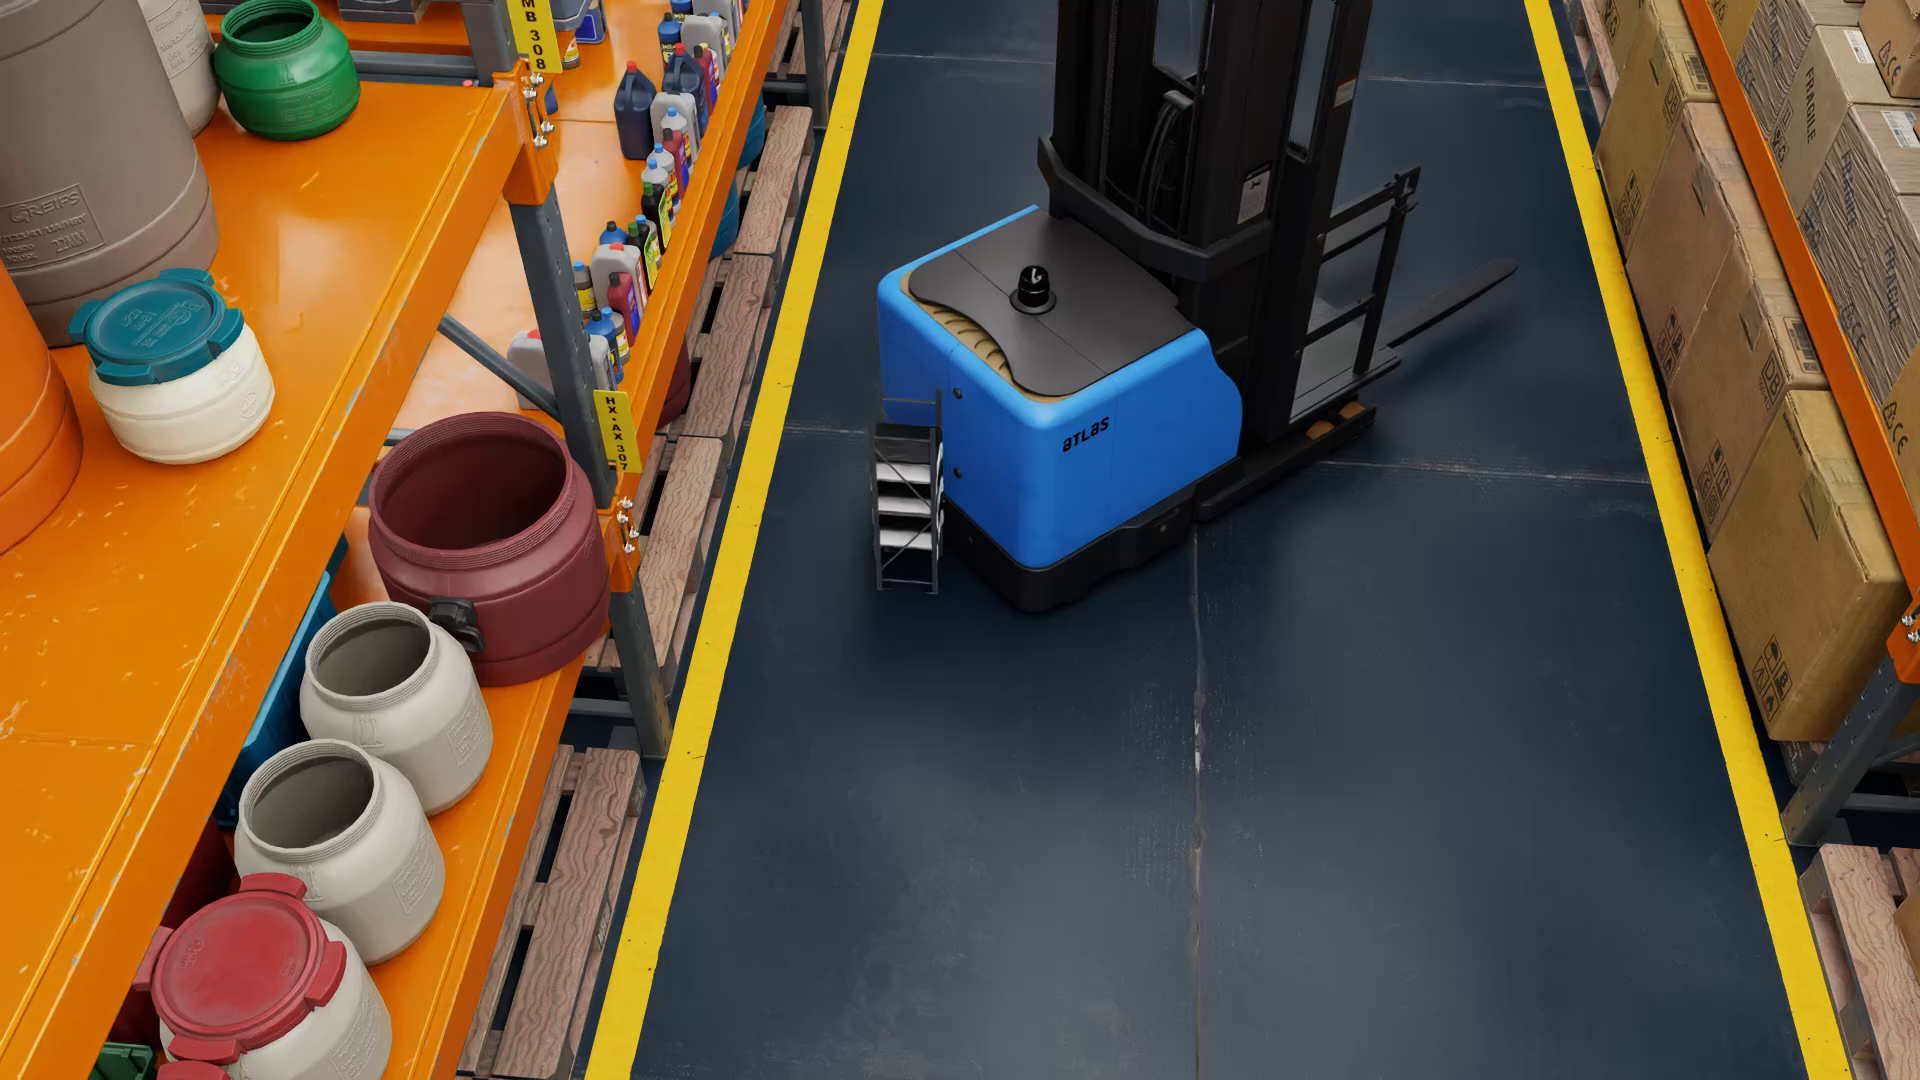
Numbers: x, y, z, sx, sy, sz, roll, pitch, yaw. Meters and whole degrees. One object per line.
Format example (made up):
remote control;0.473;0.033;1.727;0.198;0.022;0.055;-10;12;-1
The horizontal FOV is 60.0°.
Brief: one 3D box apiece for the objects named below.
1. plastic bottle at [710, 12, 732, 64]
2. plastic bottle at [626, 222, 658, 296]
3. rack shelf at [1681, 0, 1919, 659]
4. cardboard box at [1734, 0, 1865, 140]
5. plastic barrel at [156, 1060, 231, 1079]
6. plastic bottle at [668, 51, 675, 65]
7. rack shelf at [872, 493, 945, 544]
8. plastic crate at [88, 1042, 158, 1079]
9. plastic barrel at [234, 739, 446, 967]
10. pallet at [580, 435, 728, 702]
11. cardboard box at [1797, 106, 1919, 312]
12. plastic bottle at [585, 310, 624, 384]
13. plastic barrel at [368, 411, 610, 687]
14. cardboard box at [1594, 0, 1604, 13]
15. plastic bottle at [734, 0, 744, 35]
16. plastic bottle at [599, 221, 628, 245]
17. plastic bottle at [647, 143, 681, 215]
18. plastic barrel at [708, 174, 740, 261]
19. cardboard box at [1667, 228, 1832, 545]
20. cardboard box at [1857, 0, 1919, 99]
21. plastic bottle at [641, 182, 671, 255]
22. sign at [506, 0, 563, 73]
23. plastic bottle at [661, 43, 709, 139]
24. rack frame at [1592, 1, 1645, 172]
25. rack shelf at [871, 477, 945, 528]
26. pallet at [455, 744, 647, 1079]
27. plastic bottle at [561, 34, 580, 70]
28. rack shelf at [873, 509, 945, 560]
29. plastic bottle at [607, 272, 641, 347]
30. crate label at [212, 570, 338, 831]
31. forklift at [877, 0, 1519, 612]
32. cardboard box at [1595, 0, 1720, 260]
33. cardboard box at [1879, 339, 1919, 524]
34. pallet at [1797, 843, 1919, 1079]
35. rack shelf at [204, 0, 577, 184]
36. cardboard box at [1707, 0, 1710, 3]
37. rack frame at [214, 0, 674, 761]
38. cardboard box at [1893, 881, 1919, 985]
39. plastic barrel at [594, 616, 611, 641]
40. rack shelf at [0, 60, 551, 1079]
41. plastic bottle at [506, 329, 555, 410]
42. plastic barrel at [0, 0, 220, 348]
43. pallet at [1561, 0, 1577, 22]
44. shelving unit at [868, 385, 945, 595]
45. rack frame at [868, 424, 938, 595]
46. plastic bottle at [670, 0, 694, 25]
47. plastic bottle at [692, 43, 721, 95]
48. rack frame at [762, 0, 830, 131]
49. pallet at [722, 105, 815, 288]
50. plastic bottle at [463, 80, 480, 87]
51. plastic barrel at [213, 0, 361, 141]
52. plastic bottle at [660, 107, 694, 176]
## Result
plastic bottle;-0.979;-2.029;6.708;0.097;0.201;0.097;0;48;0
plastic bottle;-1.094;-0.986;5.698;0.061;0.283;0.133;4;48;4
rack shelf;3.560;-1.187;6.291;1.077;0.370;4.000;4;48;4
cardboard box;3.360;-1.875;6.364;0.500;0.500;0.500;3;48;3
plastic barrel;-1.547;1.373;3.370;0.433;0.535;0.433;0;48;0
plastic bottle;-1.073;-1.789;6.440;0.097;0.271;0.097;0;48;0
rack shelf;-0.197;-0.091;6.390;0.258;0.077;0.200;4;48;4
plastic crate;-2.042;1.419;3.563;0.450;0.188;0.662;4;48;4
plastic barrel;-1.474;0.749;3.957;0.421;0.512;0.421;0;48;0
pallet;-1.525;0.066;6.547;1.003;0.211;1.213;4;48;4
cardboard box;3.271;-1.121;5.675;0.500;0.500;0.500;2;48;2
plastic bottle;-1.156;-0.630;5.380;0.097;0.271;0.097;0;48;0
plastic barrel;-1.296;0.022;4.605;0.600;0.536;0.708;4;48;4
cardboard box;3.964;-3.465;9.042;0.875;0.875;0.875;4;48;4
plastic bottle;-0.984;-2.240;6.850;0.152;0.276;0.135;4;48;4
plastic bottle;-1.174;-0.974;5.695;0.097;0.271;0.097;0;48;0
plastic bottle;-1.072;-1.309;6.001;0.097;0.271;0.097;0;48;0
plastic barrel;-1.322;-1.747;7.453;0.600;0.901;0.708;4;48;4
cardboard box;3.550;-0.545;6.371;1.225;0.875;0.875;4;48;4
cardboard box;3.577;-1.841;5.653;0.797;0.503;0.637;5;48;5
plastic bottle;-1.073;-1.155;5.853;0.061;0.283;0.133;4;48;4
sign;-1.007;-1.239;3.888;0.100;0.325;0.005;4;48;4
plastic bottle;-1.049;-1.709;6.314;0.144;0.351;0.185;4;48;4
rack frame;3.742;-2.900;7.369;1.000;3.000;0.127;4;48;4
rack shelf;-0.197;-0.152;6.324;0.258;0.077;0.200;4;48;4
pallet;-1.664;1.214;5.496;1.003;0.211;1.213;4;48;4
plastic bottle;-1.592;-2.006;6.686;0.097;0.201;0.097;0;48;0
rack shelf;-0.197;-0.030;6.457;0.258;0.077;0.200;4;48;4
plastic bottle;-1.118;-0.789;5.518;0.061;0.283;0.133;4;48;4
crate label;-1.915;0.407;4.321;0.502;0.435;0.616;4;48;4
forklift;1.153;-1.617;6.242;3.031;2.935;1.130;-29;54;-24
cardboard box;3.703;-1.853;7.567;1.225;0.875;0.875;4;48;4
cardboard box;3.176;-0.373;4.991;0.500;0.500;0.500;5;48;5
pallet;3.305;1.555;5.185;1.003;0.211;1.213;4;48;4
rack shelf;-1.373;-2.533;5.488;1.077;0.370;4.000;4;48;4
cardboard box;3.451;-2.612;7.039;0.500;0.500;0.500;4;48;4
rack frame;-1.555;-0.293;4.986;1.000;3.000;0.127;4;48;4
cardboard box;3.336;1.229;4.989;0.700;0.500;0.500;2;48;1
plastic barrel;-1.527;-0.063;5.961;0.600;0.830;0.708;4;48;4
rack shelf;-1.737;0.407;2.800;1.077;0.370;4.000;4;48;4
plastic bottle;-1.345;-0.558;5.312;0.152;0.276;0.135;4;48;4
plastic barrel;-1.846;-0.886;3.155;0.600;0.901;0.600;0;48;0
pallet;3.998;-3.411;9.727;1.003;0.211;1.213;4;48;4
shelving unit;-0.197;-0.174;6.299;0.258;0.900;0.210;4;48;4
rack frame;-0.207;-0.099;6.231;0.240;0.900;0.006;4;48;4
plastic bottle;-1.122;-2.135;6.757;0.097;0.271;0.097;0;48;0
plastic bottle;-1.000;-1.859;6.552;0.097;0.201;0.097;0;48;0
rack frame;-1.190;-3.233;7.674;1.000;3.000;0.127;4;48;4
pallet;-1.302;-1.727;8.187;1.003;0.211;1.213;4;48;4
plastic bottle;-1.783;-1.557;6.174;0.144;0.351;0.185;4;48;4
plastic barrel;-1.527;-1.068;3.767;0.294;0.245;0.294;0;48;0
plastic bottle;-1.051;-1.478;6.156;0.097;0.271;0.097;0;48;0
